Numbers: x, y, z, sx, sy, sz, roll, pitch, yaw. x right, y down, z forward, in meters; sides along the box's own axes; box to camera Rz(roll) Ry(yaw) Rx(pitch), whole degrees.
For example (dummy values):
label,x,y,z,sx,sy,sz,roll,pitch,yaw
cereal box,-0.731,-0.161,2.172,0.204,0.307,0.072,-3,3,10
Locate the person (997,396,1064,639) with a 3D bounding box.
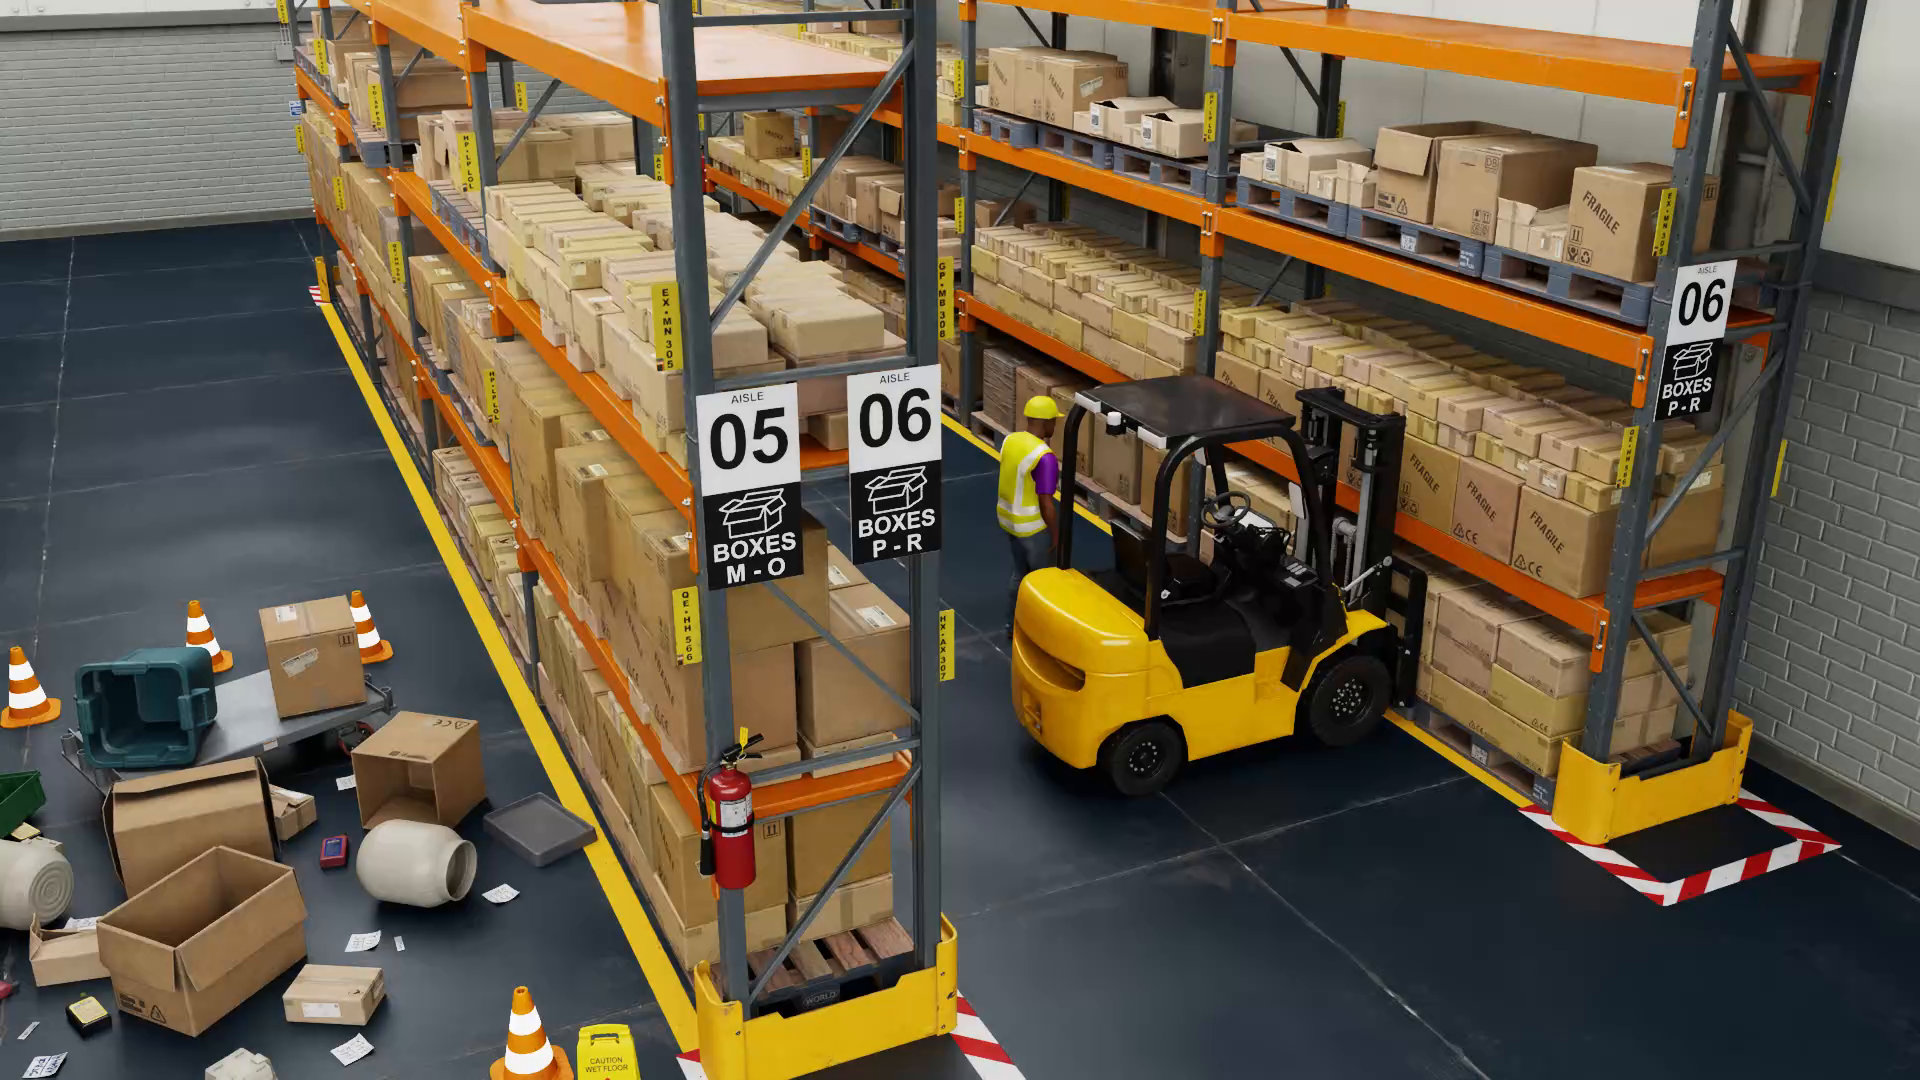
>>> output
label,x,y,z,sx,sy,sz,roll,pitch,yaw
person,0.498,-0.117,11.287,0.457,1.761,0.629,-11,25,-26
